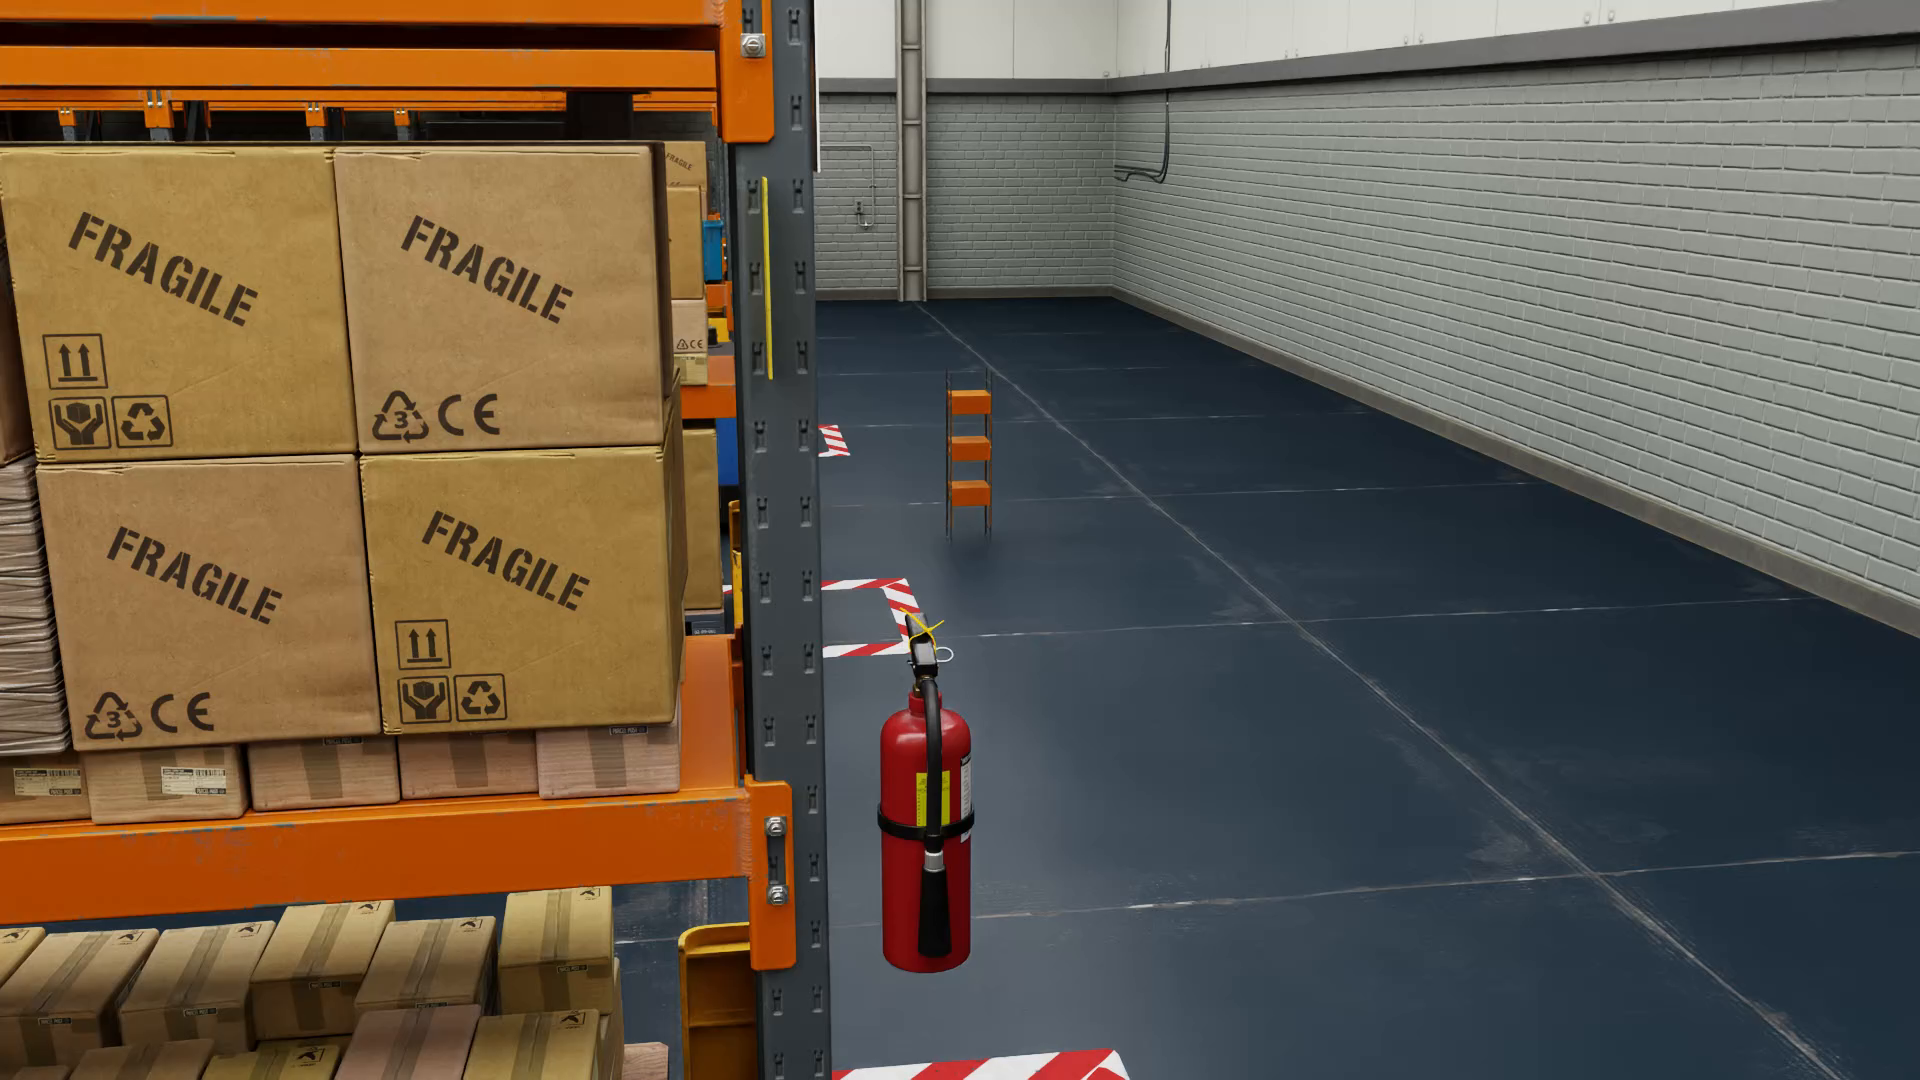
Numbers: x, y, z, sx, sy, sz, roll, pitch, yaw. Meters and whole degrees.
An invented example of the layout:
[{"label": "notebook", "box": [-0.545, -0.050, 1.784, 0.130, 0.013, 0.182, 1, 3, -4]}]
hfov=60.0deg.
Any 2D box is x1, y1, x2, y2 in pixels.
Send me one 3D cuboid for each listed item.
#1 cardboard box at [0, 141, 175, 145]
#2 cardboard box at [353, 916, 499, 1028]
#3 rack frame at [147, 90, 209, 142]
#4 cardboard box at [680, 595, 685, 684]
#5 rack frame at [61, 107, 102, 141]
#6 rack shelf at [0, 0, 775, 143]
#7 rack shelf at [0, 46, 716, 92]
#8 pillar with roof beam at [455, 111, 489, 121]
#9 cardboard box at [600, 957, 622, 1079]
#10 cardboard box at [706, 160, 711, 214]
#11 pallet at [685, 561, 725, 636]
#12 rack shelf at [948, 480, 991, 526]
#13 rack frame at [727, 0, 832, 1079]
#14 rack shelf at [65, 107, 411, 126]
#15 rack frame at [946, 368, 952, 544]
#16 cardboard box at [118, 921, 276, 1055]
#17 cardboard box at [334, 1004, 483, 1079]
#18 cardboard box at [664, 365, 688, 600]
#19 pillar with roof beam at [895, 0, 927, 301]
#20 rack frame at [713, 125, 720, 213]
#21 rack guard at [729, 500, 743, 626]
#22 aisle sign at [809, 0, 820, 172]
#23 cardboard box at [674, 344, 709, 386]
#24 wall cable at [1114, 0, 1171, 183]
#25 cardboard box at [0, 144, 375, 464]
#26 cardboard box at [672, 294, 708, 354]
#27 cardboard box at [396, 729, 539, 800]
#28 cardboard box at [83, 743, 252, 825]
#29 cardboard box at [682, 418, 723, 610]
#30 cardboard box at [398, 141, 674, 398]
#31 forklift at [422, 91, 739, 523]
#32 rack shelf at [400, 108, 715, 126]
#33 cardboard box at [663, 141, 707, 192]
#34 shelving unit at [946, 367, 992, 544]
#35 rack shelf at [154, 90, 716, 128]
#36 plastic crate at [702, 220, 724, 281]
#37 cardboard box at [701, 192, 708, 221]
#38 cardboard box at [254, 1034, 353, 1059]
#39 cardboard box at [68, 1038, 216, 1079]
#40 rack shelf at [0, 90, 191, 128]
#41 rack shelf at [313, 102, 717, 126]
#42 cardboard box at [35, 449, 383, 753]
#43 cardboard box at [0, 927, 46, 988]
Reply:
[{"label": "cardboard box", "box": [-1.881, -0.544, 3.353, 0.500, 0.500, 0.500, -2, 14, -10]}, {"label": "cardboard box", "box": [-1.205, 1.015, 3.784, 0.250, 0.149, 0.380, -2, 14, -7]}, {"label": "rack frame", "box": [-5.714, -2.095, 12.410, 0.127, 3.000, 1.000, -2, 14, -8]}, {"label": "cardboard box", "box": [-0.751, 0.203, 3.764, 0.250, 0.149, 0.380, -2, 14, -9]}, {"label": "rack frame", "box": [-11.145, -4.333, 21.334, 0.127, 3.000, 1.000, -2, 14, -8]}, {"label": "rack shelf", "box": [-2.359, -0.886, 2.899, 4.000, 0.370, 1.077, -2, 14, -8]}, {"label": "rack shelf", "box": [-2.998, -2.082, 7.671, 4.000, 0.370, 1.077, -2, 14, -8]}, {"label": "pillar with roof beam", "box": [-5.985, -6.586, 17.984, 0.400, 9.000, 9.100, -2, 14, -8]}, {"label": "cardboard box", "box": [-0.938, 1.140, 3.896, 0.250, 0.149, 0.380, -1, 14, -6]}, {"label": "cardboard box", "box": [-3.737, -4.748, 22.370, 0.700, 0.700, 0.980, -1, 14, -6]}, {"label": "pallet", "box": [-1.800, 0.352, 8.386, 1.213, 0.211, 1.003, -2, 14, -8]}, {"label": "rack shelf", "box": [0.053, -0.231, 10.172, 0.240, 0.259, 0.215, -2, 14, -8]}, {"label": "rack frame", "box": [-0.382, 0.147, 3.469, 0.053, 2.616, 0.949, -2, 14, -8]}, {"label": "rack shelf", "box": [-9.168, -5.512, 21.346, 4.000, 0.370, 1.077, -2, 14, -8]}, {"label": "rack frame", "box": [-0.068, -0.507, 10.084, 0.008, 1.050, 0.200, -2, 14, -8]}, {"label": "cardboard box", "box": [-1.706, 1.022, 3.755, 0.250, 0.149, 0.380, -3, 14, -11]}, {"label": "cardboard box", "box": [-1.125, 1.114, 3.388, 0.250, 0.149, 0.380, -2, 14, -7]}, {"label": "cardboard box", "box": [-0.867, -0.095, 3.617, 0.500, 0.500, 0.500, -1, 14, -6]}, {"label": "pillar with roof beam", "box": [-0.052, -6.803, 18.851, 0.400, 9.000, 9.100, -2, 14, -8]}, {"label": "rack frame", "box": [-3.235, -4.623, 22.490, 0.127, 3.000, 1.000, -2, 14, -8]}, {"label": "rack guard", "box": [-0.997, 0.163, 8.545, 0.348, 0.500, 1.175, -2, 14, -8]}, {"label": "aisle sign", "box": [-0.265, -1.043, 2.872, 0.004, 0.787, 0.394, -2, 14, -8]}, {"label": "cardboard box", "box": [-1.324, -0.835, 7.901, 0.250, 0.149, 0.380, -2, 14, -7]}, {"label": "wall cable", "box": [2.412, -6.146, 22.613, 0.112, 2.526, 3.097, -2, 14, -8]}, {"label": "cardboard box", "box": [-1.298, -0.435, 2.918, 0.500, 0.500, 0.500, -3, 14, -10]}, {"label": "cardboard box", "box": [-1.460, -1.039, 7.895, 0.500, 0.250, 0.500, -2, 14, -9]}, {"label": "cardboard box", "box": [-0.914, 0.350, 3.178, 0.250, 0.149, 0.380, -2, 14, -8]}, {"label": "cardboard box", "box": [-1.408, 0.377, 3.068, 0.250, 0.149, 0.380, -2, 14, -7]}, {"label": "cardboard box", "box": [-1.642, -0.179, 8.276, 0.875, 0.875, 0.875, -2, 14, -8]}, {"label": "cardboard box", "box": [-0.865, -0.577, 3.485, 0.500, 0.500, 0.500, -2, 14, -9]}, {"label": "forklift", "box": [-2.693, -1.530, 10.295, 3.031, 2.935, 1.130, -3, 14, -10]}, {"label": "rack shelf", "box": [-5.212, -5.657, 21.924, 4.000, 0.370, 1.077, -2, 14, -8]}, {"label": "cardboard box", "box": [-2.892, -3.883, 17.278, 0.500, 0.500, 0.500, -2, 14, -9]}, {"label": "shelving unit", "box": [0.053, -0.511, 10.102, 0.252, 1.050, 0.215, -2, 14, -8]}, {"label": "rack shelf", "box": [-3.736, -3.274, 12.422, 4.000, 0.370, 1.077, -2, 14, -8]}, {"label": "plastic crate", "box": [-2.062, -2.229, 12.749, 0.499, 0.435, 0.616, -2, 14, -8]}, {"label": "cardboard box", "box": [-2.895, -3.399, 17.402, 0.500, 0.500, 0.500, -2, 14, -7]}, {"label": "cardboard box", "box": [-1.446, 1.167, 3.790, 0.250, 0.149, 0.380, -2, 14, -8]}, {"label": "cardboard box", "box": [-1.627, 1.148, 3.252, 0.250, 0.149, 0.380, -3, 14, -11]}, {"label": "rack shelf", "box": [-7.692, -3.129, 11.844, 4.000, 0.370, 1.077, -2, 14, -8]}, {"label": "rack shelf", "box": [-4.471, -4.465, 17.173, 4.000, 0.370, 1.077, -2, 14, -8]}, {"label": "cardboard box", "box": [-1.298, 0.051, 3.036, 0.500, 0.500, 0.500, -2, 14, -9]}, {"label": "cardboard box", "box": [-2.249, 1.028, 3.730, 0.250, 0.149, 0.380, -2, 14, -7]}]
